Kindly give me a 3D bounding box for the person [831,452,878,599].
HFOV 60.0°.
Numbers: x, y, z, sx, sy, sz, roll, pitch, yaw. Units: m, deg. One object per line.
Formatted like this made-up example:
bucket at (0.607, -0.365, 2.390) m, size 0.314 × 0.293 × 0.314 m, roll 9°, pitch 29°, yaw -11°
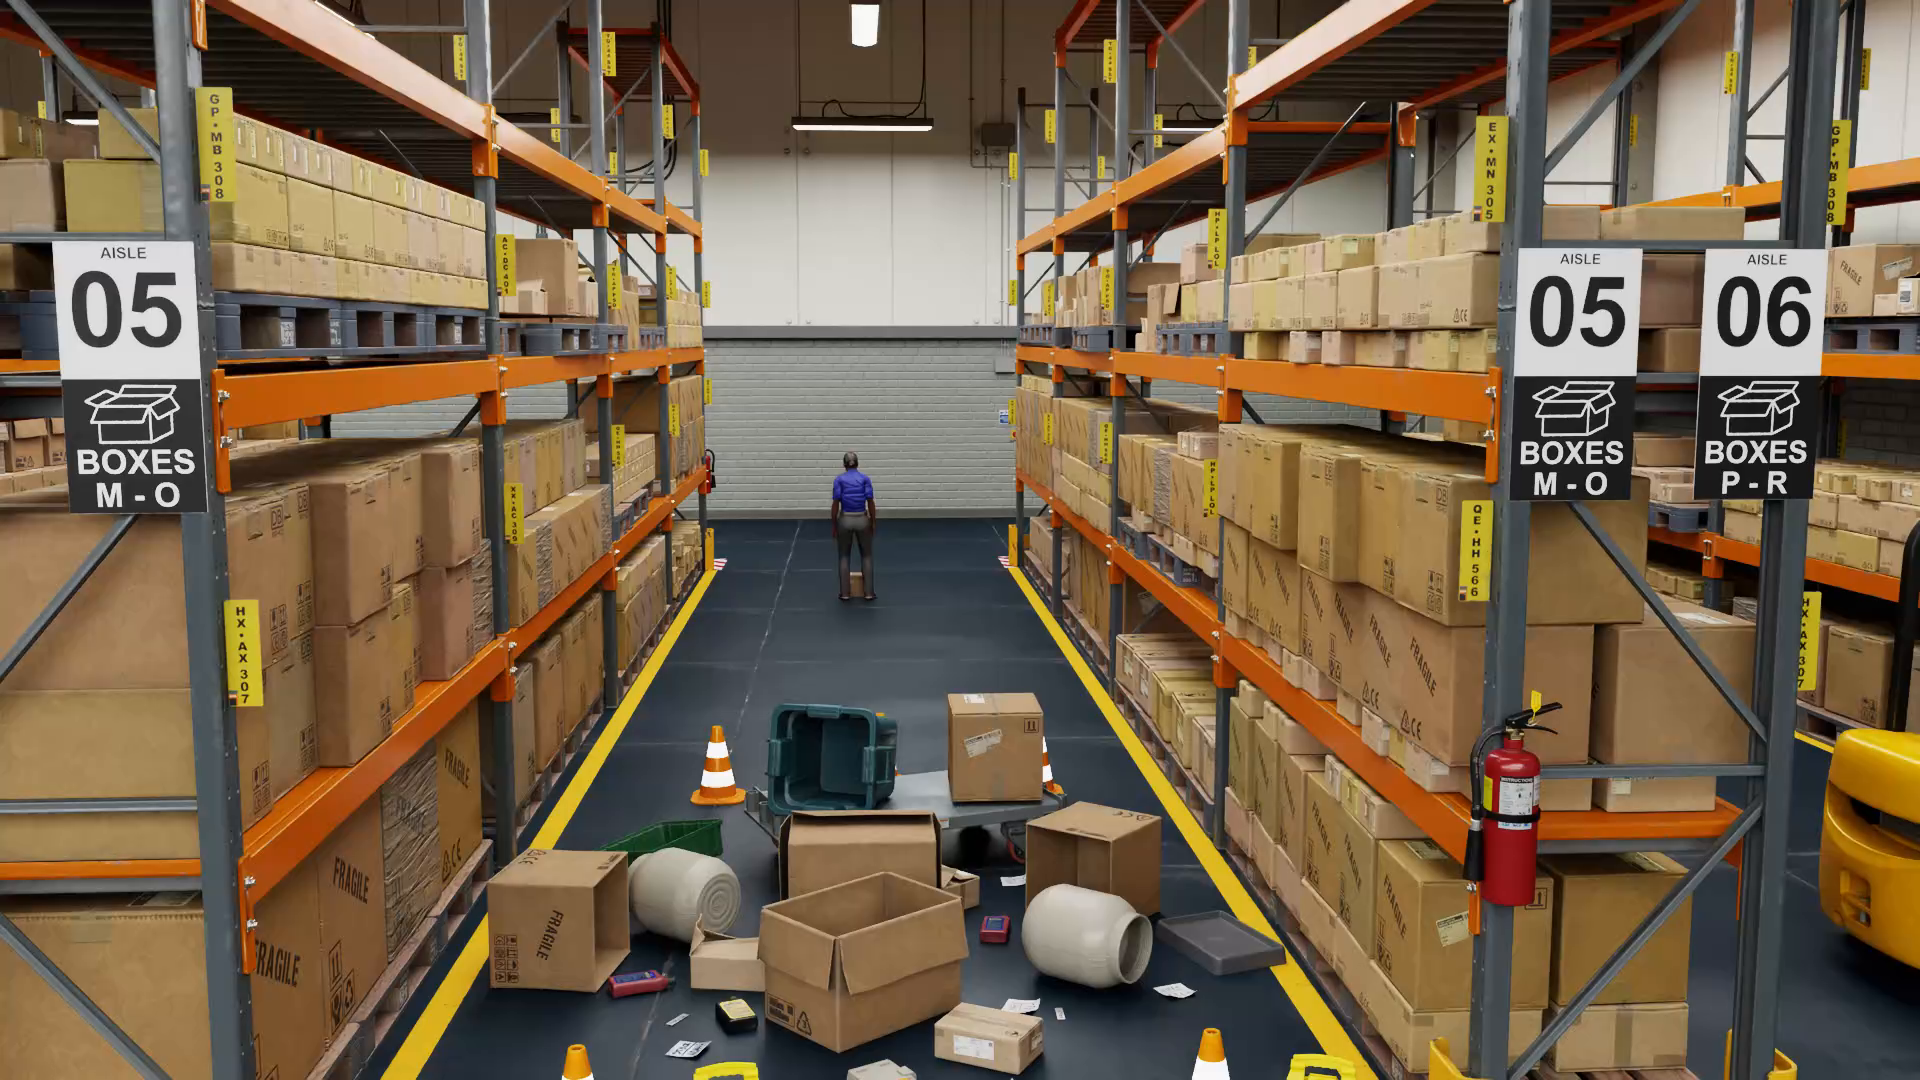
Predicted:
person at (-1.179, -0.159, 18.582) m, size 0.518 × 1.653 × 0.351 m, roll -1°, pitch 7°, yaw -6°
